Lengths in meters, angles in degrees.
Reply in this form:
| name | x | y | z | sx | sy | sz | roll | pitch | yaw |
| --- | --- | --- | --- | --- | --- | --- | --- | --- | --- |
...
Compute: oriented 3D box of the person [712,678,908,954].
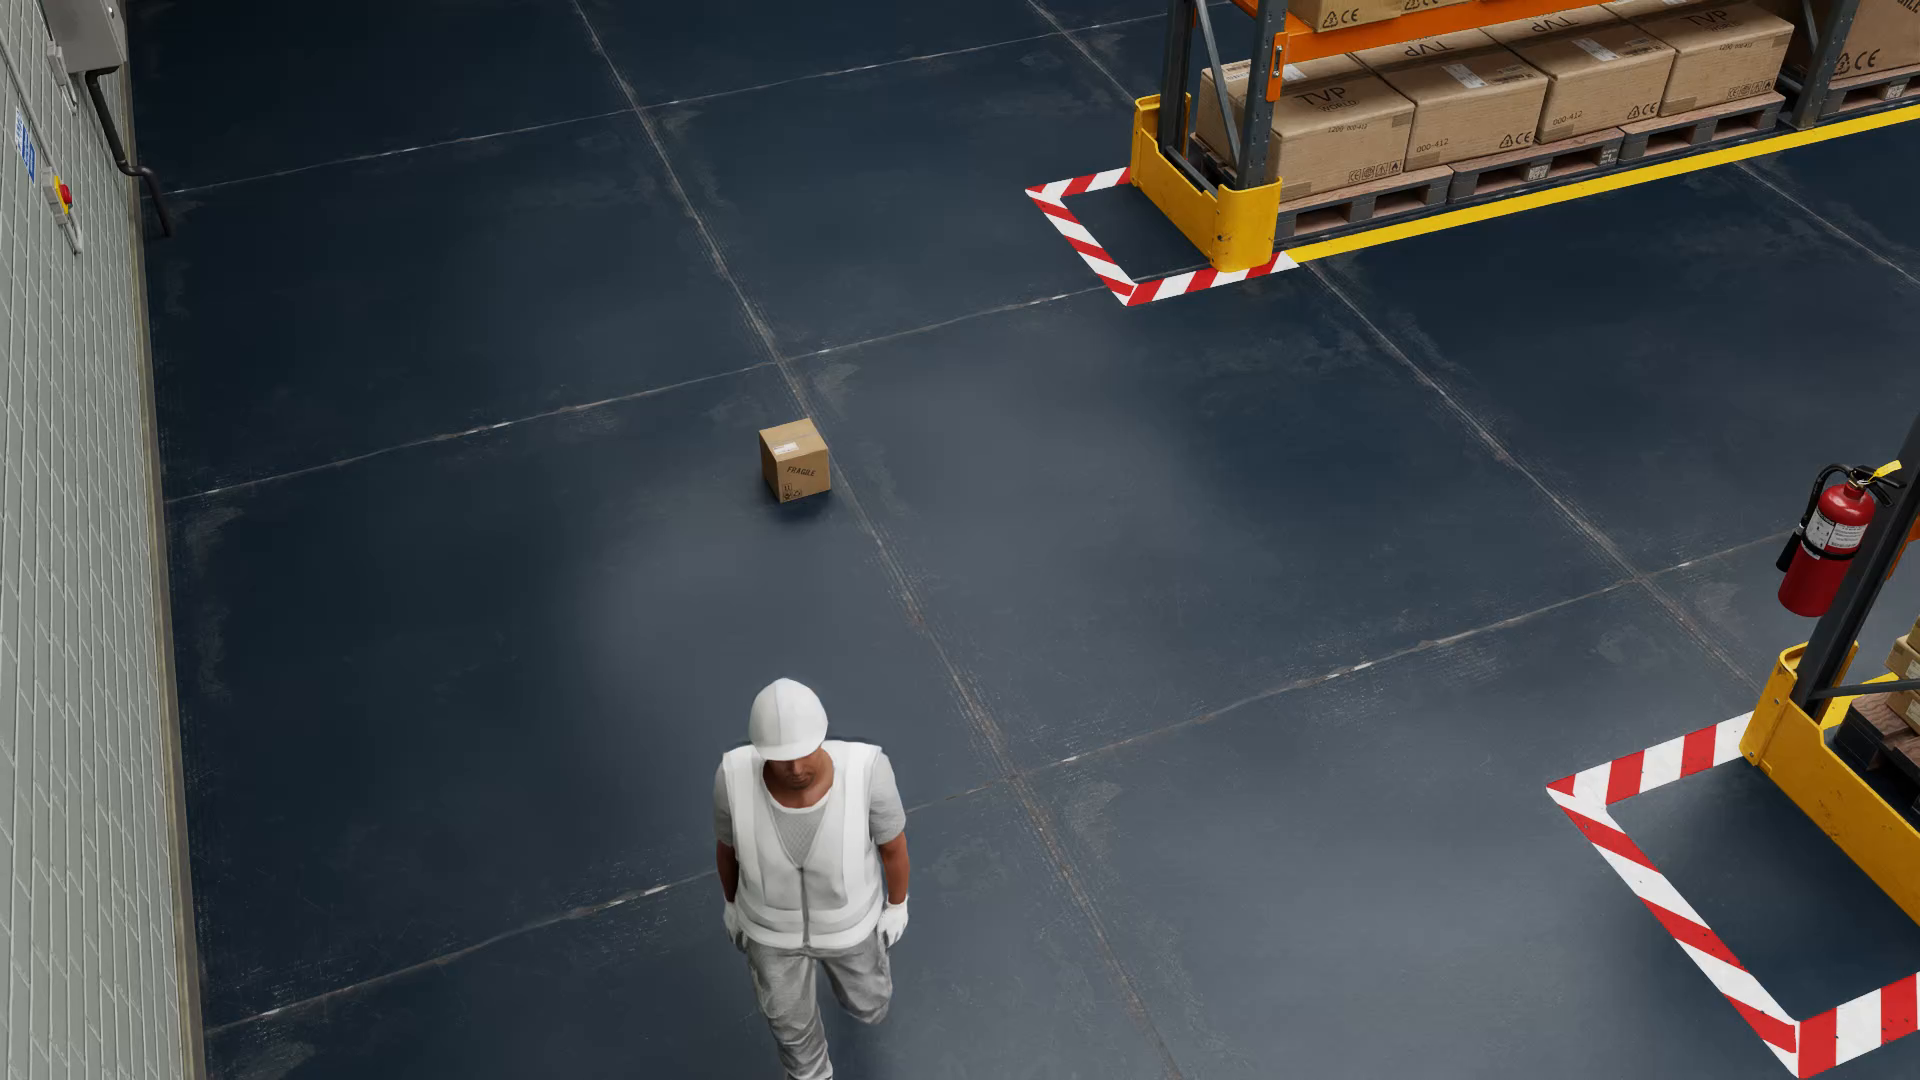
| name | x | y | z | sx | sy | sz | roll | pitch | yaw |
| --- | --- | --- | --- | --- | --- | --- | --- | --- | --- |
| person | -0.430 | 0.826 | 4.670 | 0.554 | 1.086 | 0.349 | -1 | 41 | -2 |
